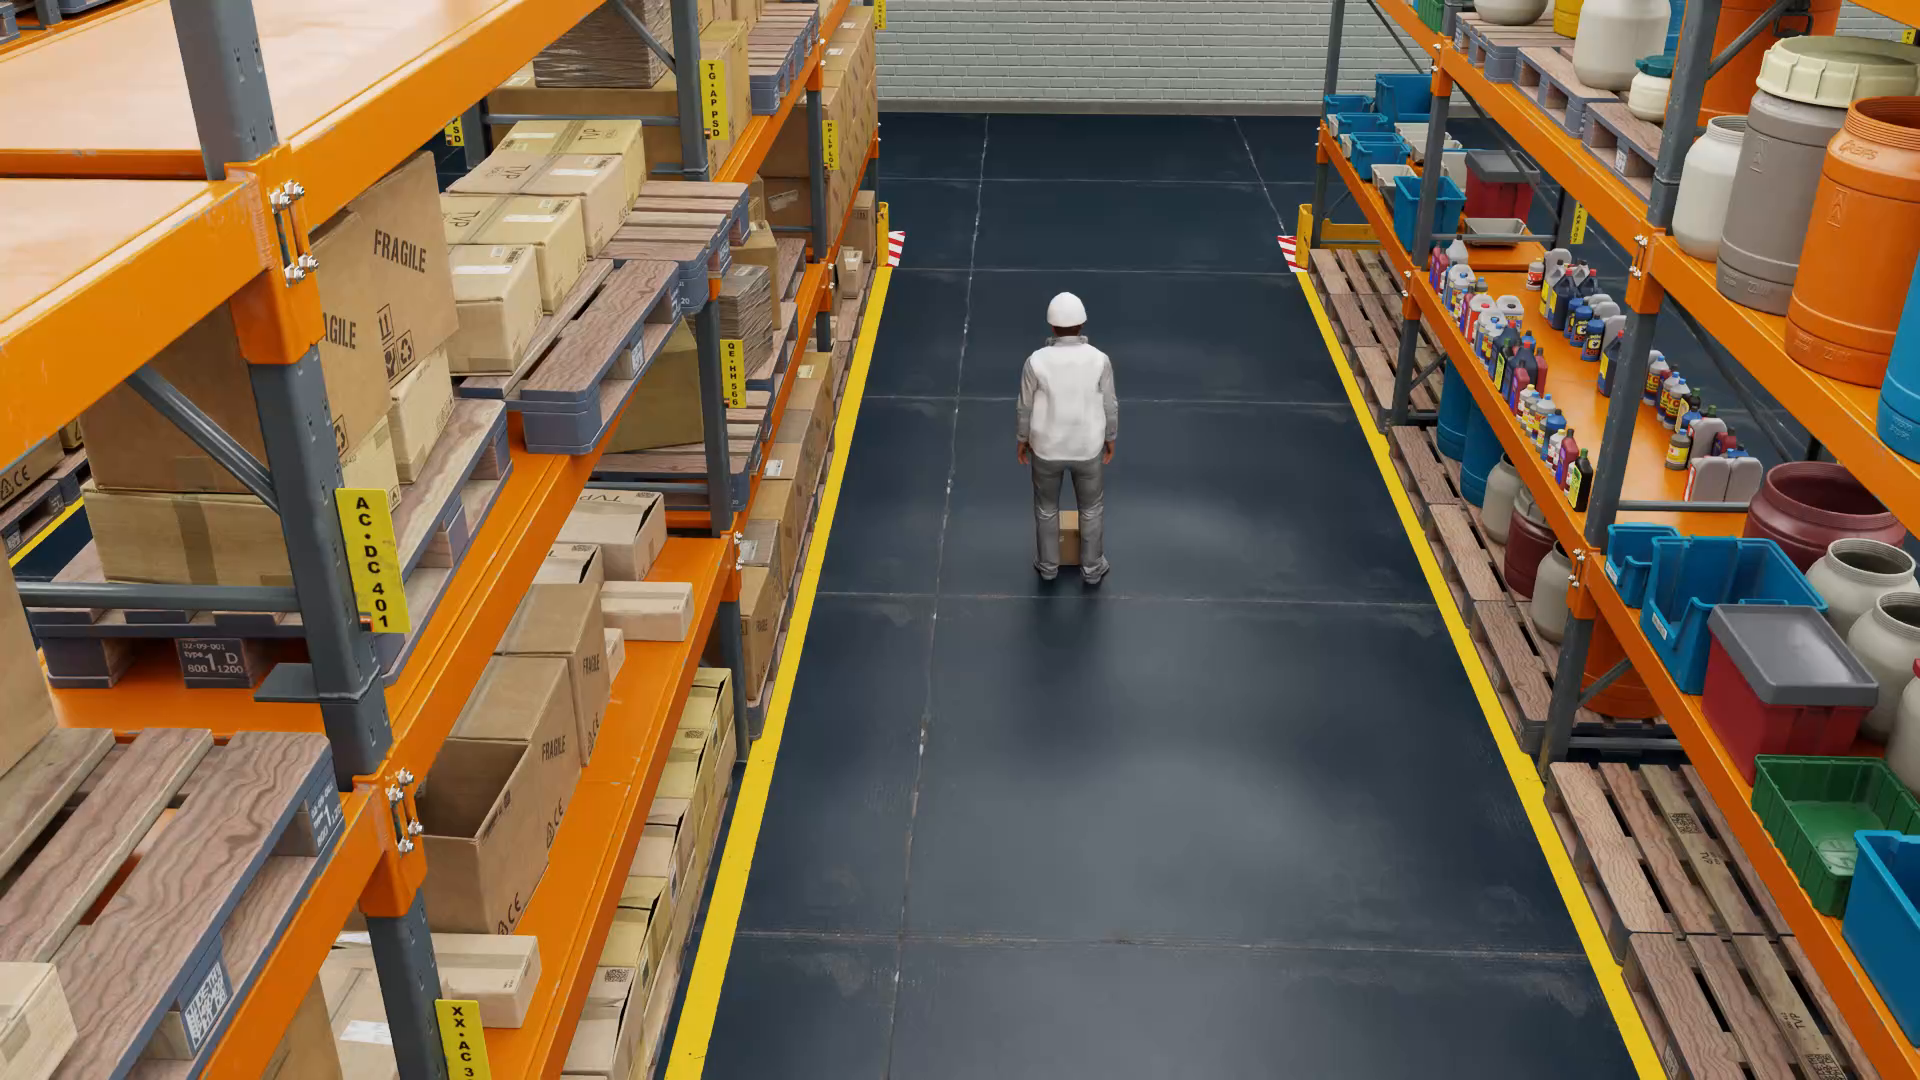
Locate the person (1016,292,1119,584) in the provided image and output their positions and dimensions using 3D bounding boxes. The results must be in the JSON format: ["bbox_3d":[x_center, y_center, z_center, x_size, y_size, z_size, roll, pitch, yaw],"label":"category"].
[{"bbox_3d":[0.618,-0.568,9.669,0.589,1.772,0.464,0,28,0],"label":"person"}]
